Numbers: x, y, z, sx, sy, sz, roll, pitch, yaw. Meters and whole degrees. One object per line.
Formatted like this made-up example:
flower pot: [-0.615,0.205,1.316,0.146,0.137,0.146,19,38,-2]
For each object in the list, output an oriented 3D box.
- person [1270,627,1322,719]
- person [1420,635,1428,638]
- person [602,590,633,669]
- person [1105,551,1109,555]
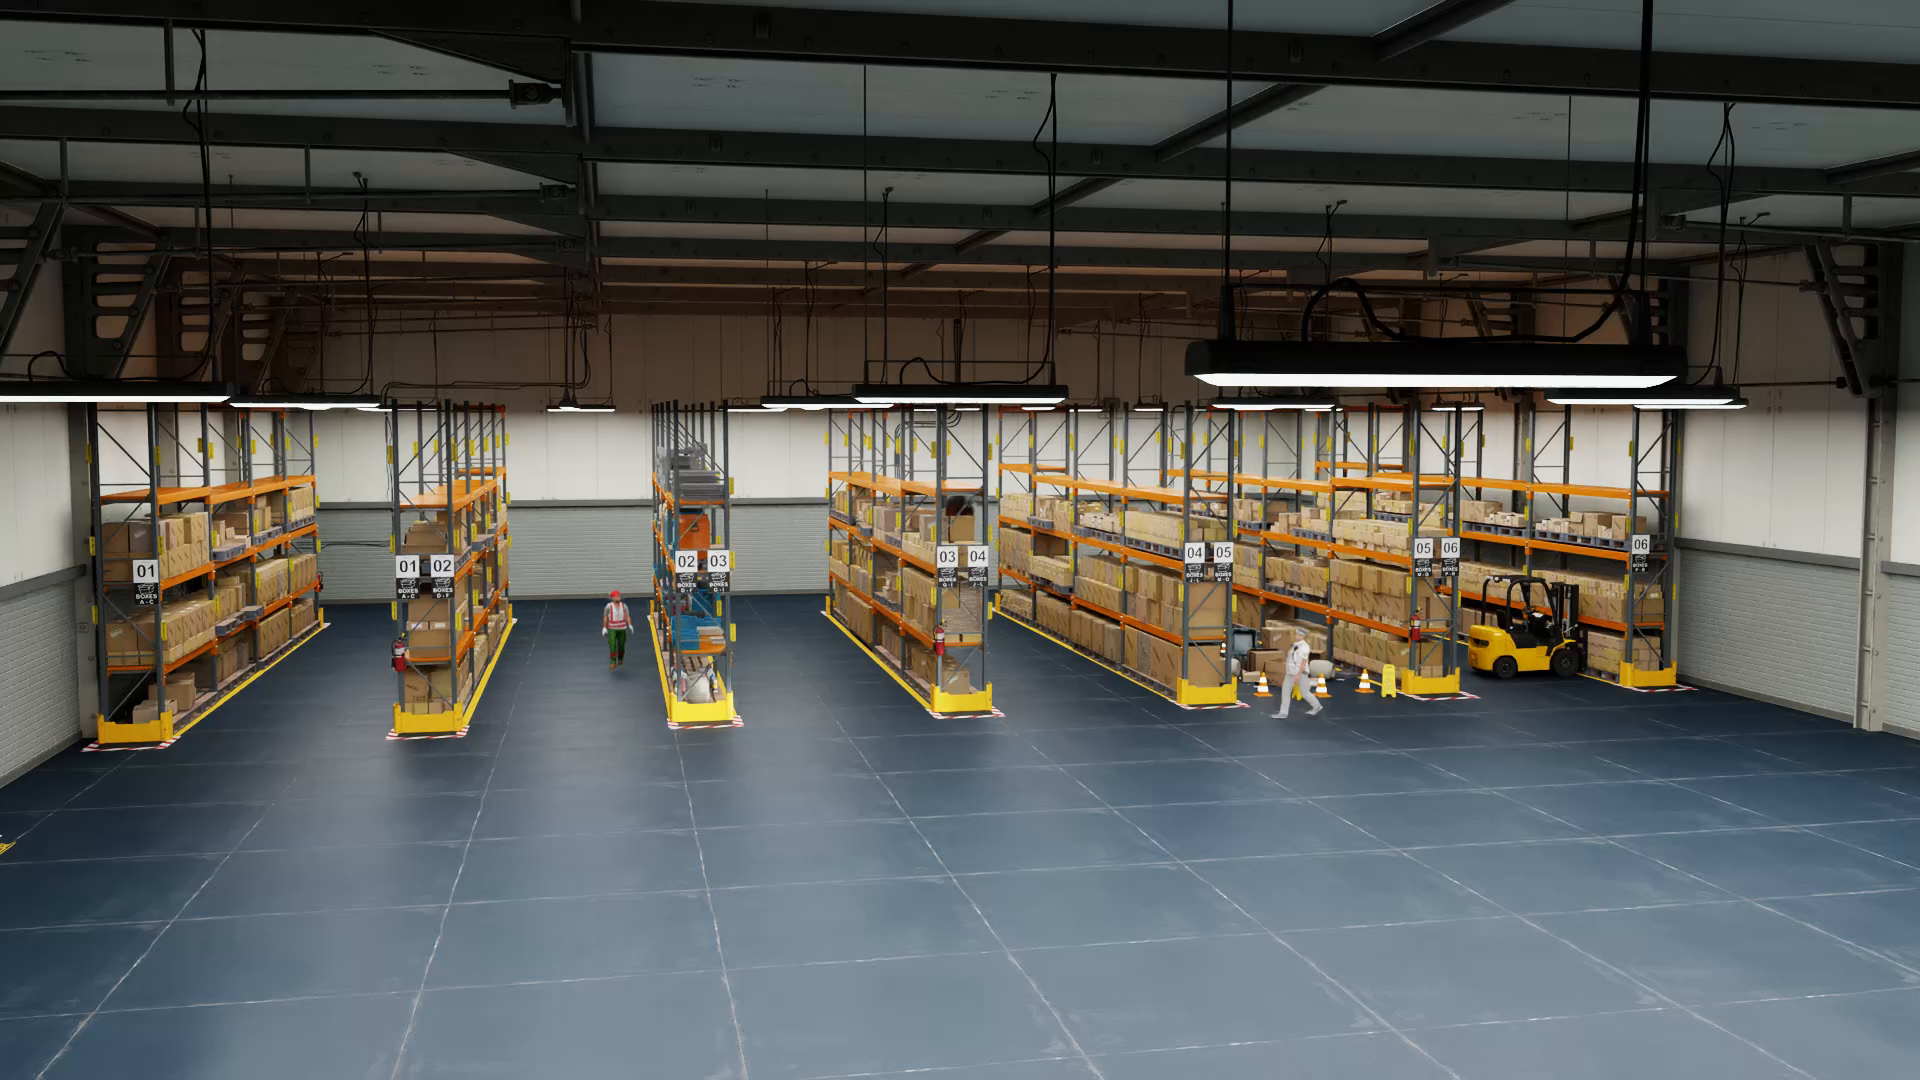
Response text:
person: [6.366,2.495,31.278,1.000,1.740,0.514,-3,5,-34]
person: [10.687,1.978,38.406,0.441,1.722,0.562,1,4,13]
person: [-7.706,2.006,37.447,0.688,1.732,1.023,-1,4,-11]
person: [4.288,1.206,48.457,0.669,1.796,0.582,-2,5,-27]
